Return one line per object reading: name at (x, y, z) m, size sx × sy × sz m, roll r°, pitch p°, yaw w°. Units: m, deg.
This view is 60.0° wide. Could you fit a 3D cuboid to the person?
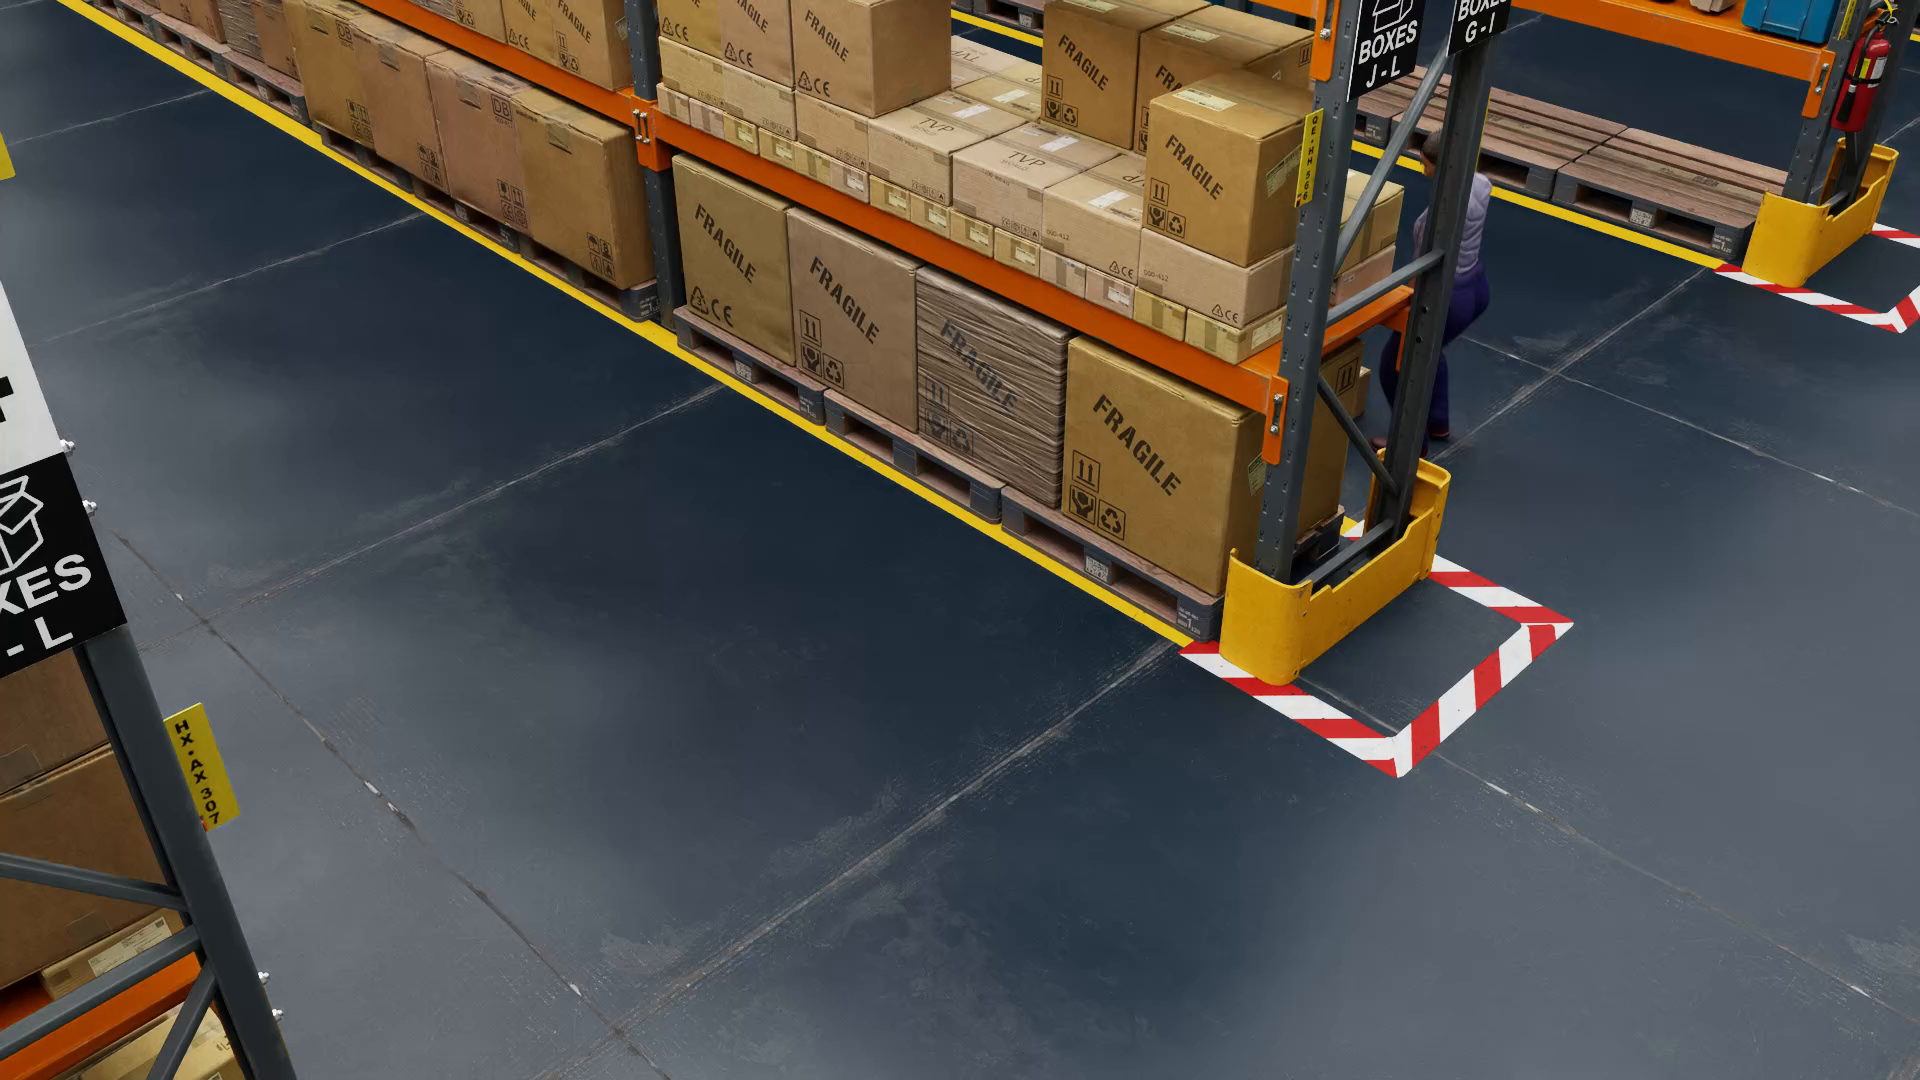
person at (2.228, -1.115, 7.759) m, size 0.390 × 1.608 × 0.496 m, roll 25°, pitch 43°, yaw 30°
